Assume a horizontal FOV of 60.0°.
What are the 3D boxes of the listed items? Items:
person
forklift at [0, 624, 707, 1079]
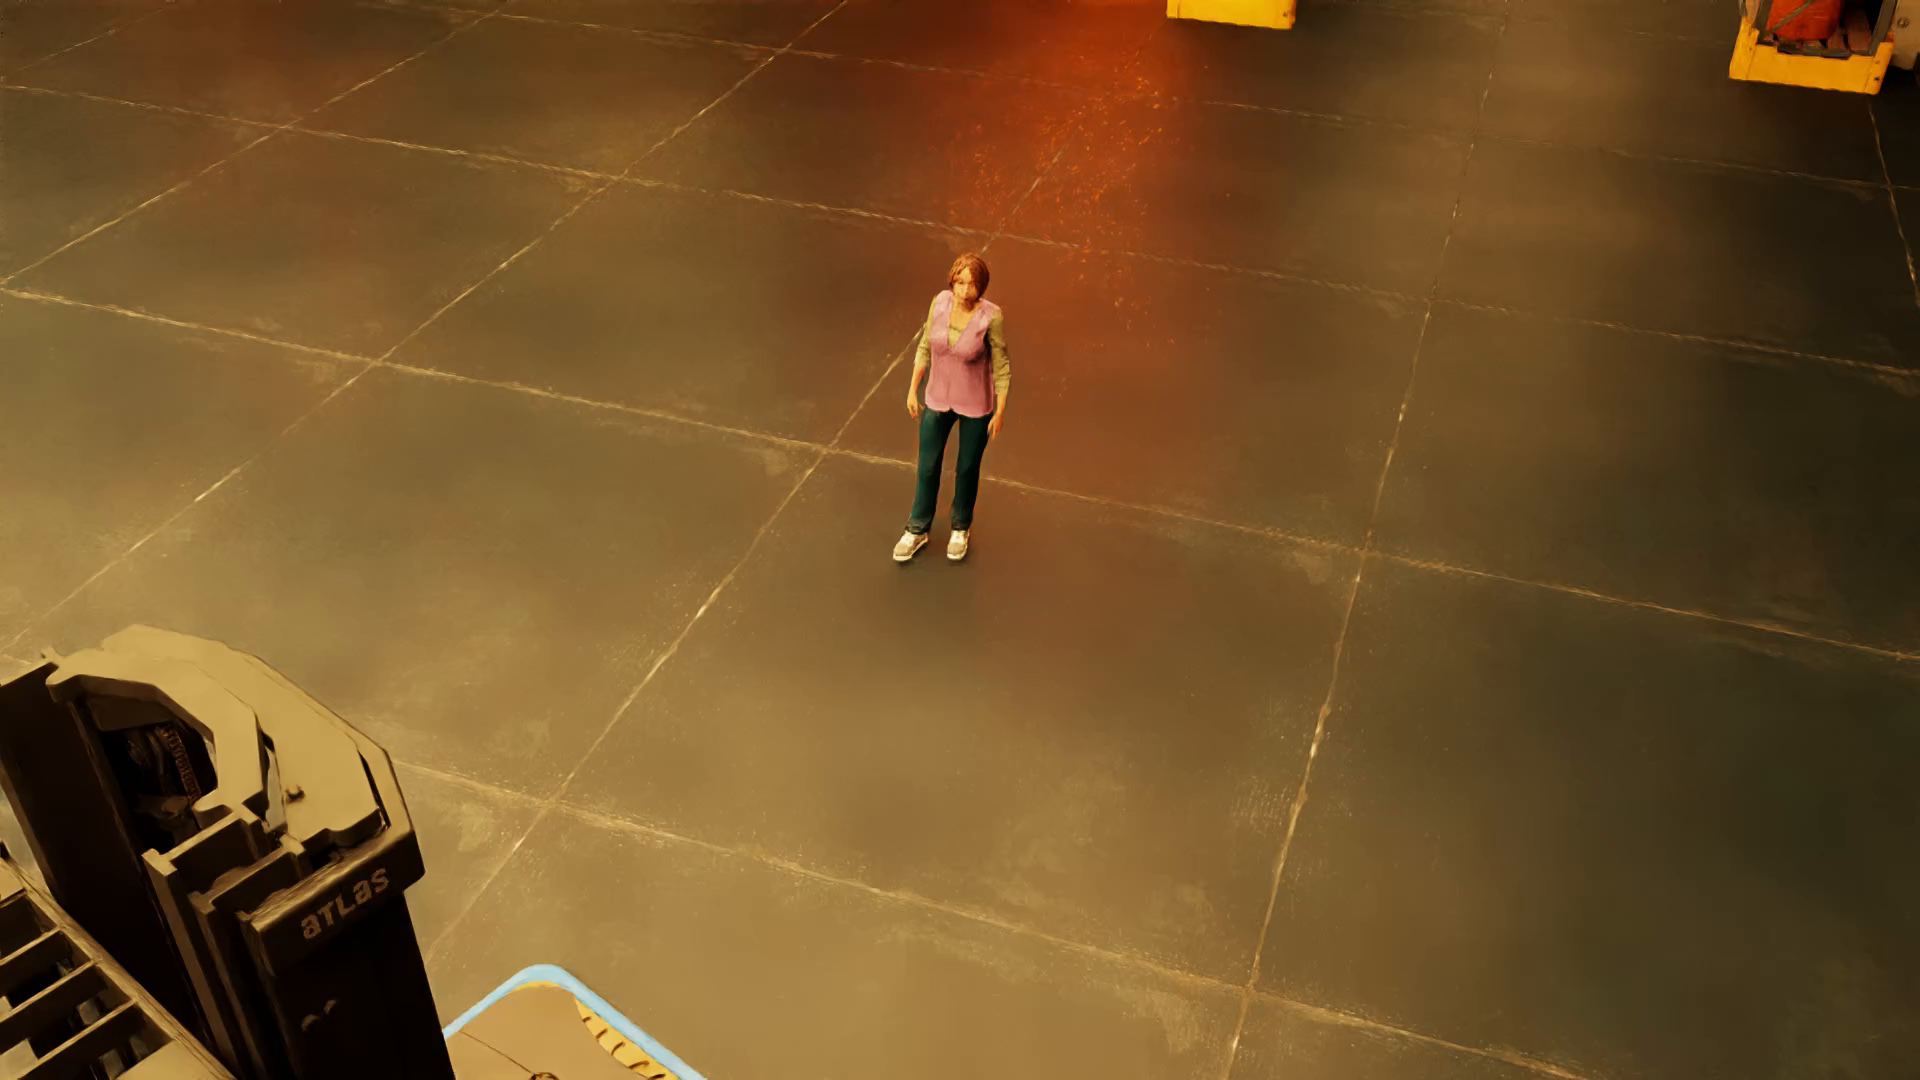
[{"bbox_3d":[-0.038,-0.619,8.126,0.520,1.597,0.474,12,37,16],"label":"person"},{"bbox_3d":[-1.829,1.770,3.615,1.130,2.935,3.031,25,43,31],"label":"forklift"}]
